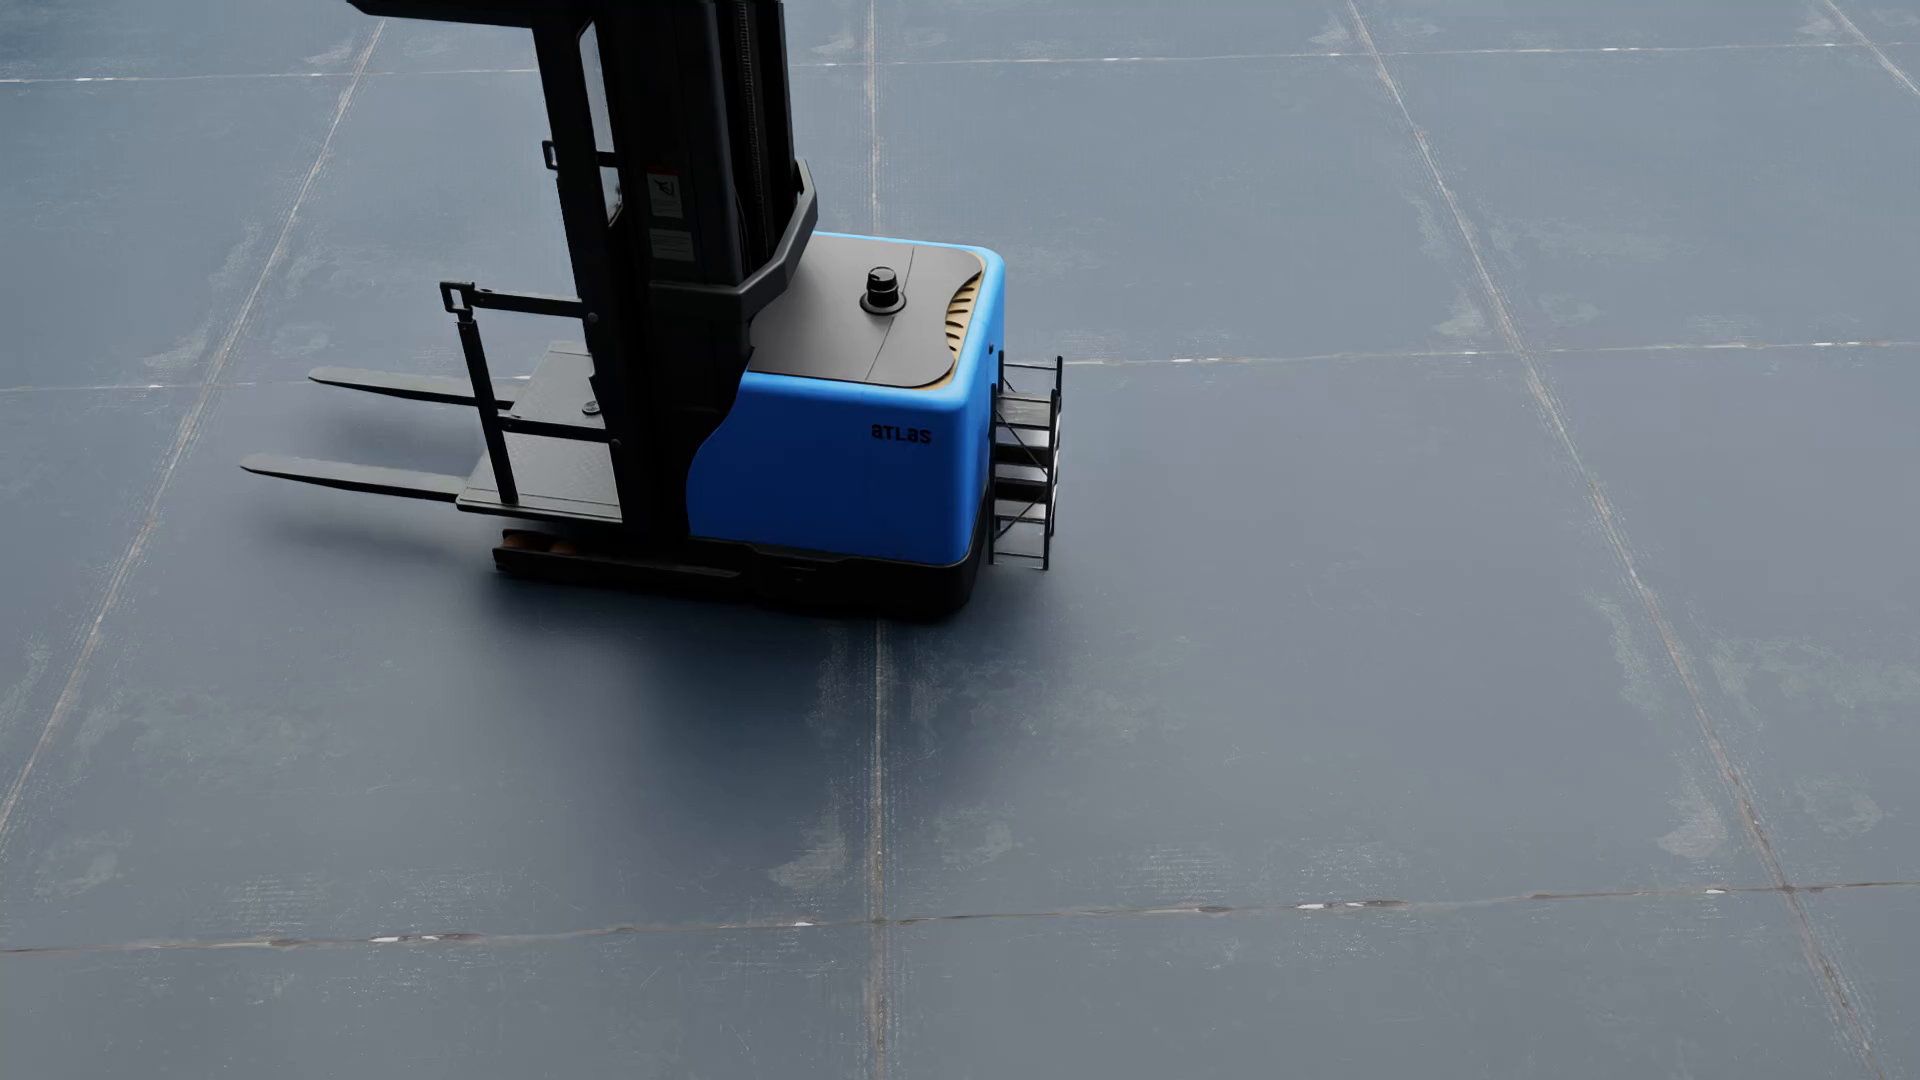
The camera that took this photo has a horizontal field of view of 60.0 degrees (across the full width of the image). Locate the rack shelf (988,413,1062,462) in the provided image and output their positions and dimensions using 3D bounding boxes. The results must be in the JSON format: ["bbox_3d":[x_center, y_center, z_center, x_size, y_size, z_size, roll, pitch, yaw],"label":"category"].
[{"bbox_3d":[0.247,-0.401,6.304,0.258,0.077,0.200,6,43,6],"label":"rack shelf"}]

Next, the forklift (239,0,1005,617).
[{"bbox_3d":[-1.380,-1.262,5.958,3.031,2.935,1.130,7,43,7],"label":"forklift"}]

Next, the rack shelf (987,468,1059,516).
[{"bbox_3d":[0.247,-0.202,6.487,0.258,0.077,0.200,6,43,6],"label":"rack shelf"}]

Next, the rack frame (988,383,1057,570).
[{"bbox_3d":[0.232,-0.225,6.329,0.240,0.900,0.006,6,43,6],"label":"rack frame"}]

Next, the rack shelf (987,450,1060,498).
[{"bbox_3d":[0.247,-0.268,6.426,0.258,0.077,0.200,6,43,6],"label":"rack shelf"}]

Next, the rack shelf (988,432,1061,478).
[{"bbox_3d":[0.247,-0.334,6.365,0.258,0.077,0.200,6,43,6],"label":"rack shelf"}]

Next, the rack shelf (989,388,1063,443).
[{"bbox_3d":[0.247,-0.467,6.243,0.258,0.077,0.200,6,43,6],"label":"rack shelf"}]

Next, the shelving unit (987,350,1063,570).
[{"bbox_3d":[0.247,-0.293,6.403,0.258,0.900,0.210,6,43,6],"label":"shelving unit"}]

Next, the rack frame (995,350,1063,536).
[{"bbox_3d":[0.263,-0.361,6.477,0.240,0.900,0.006,6,43,6],"label":"rack frame"}]

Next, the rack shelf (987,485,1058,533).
[{"bbox_3d":[0.247,-0.135,6.547,0.258,0.077,0.200,6,43,6],"label":"rack shelf"}]
